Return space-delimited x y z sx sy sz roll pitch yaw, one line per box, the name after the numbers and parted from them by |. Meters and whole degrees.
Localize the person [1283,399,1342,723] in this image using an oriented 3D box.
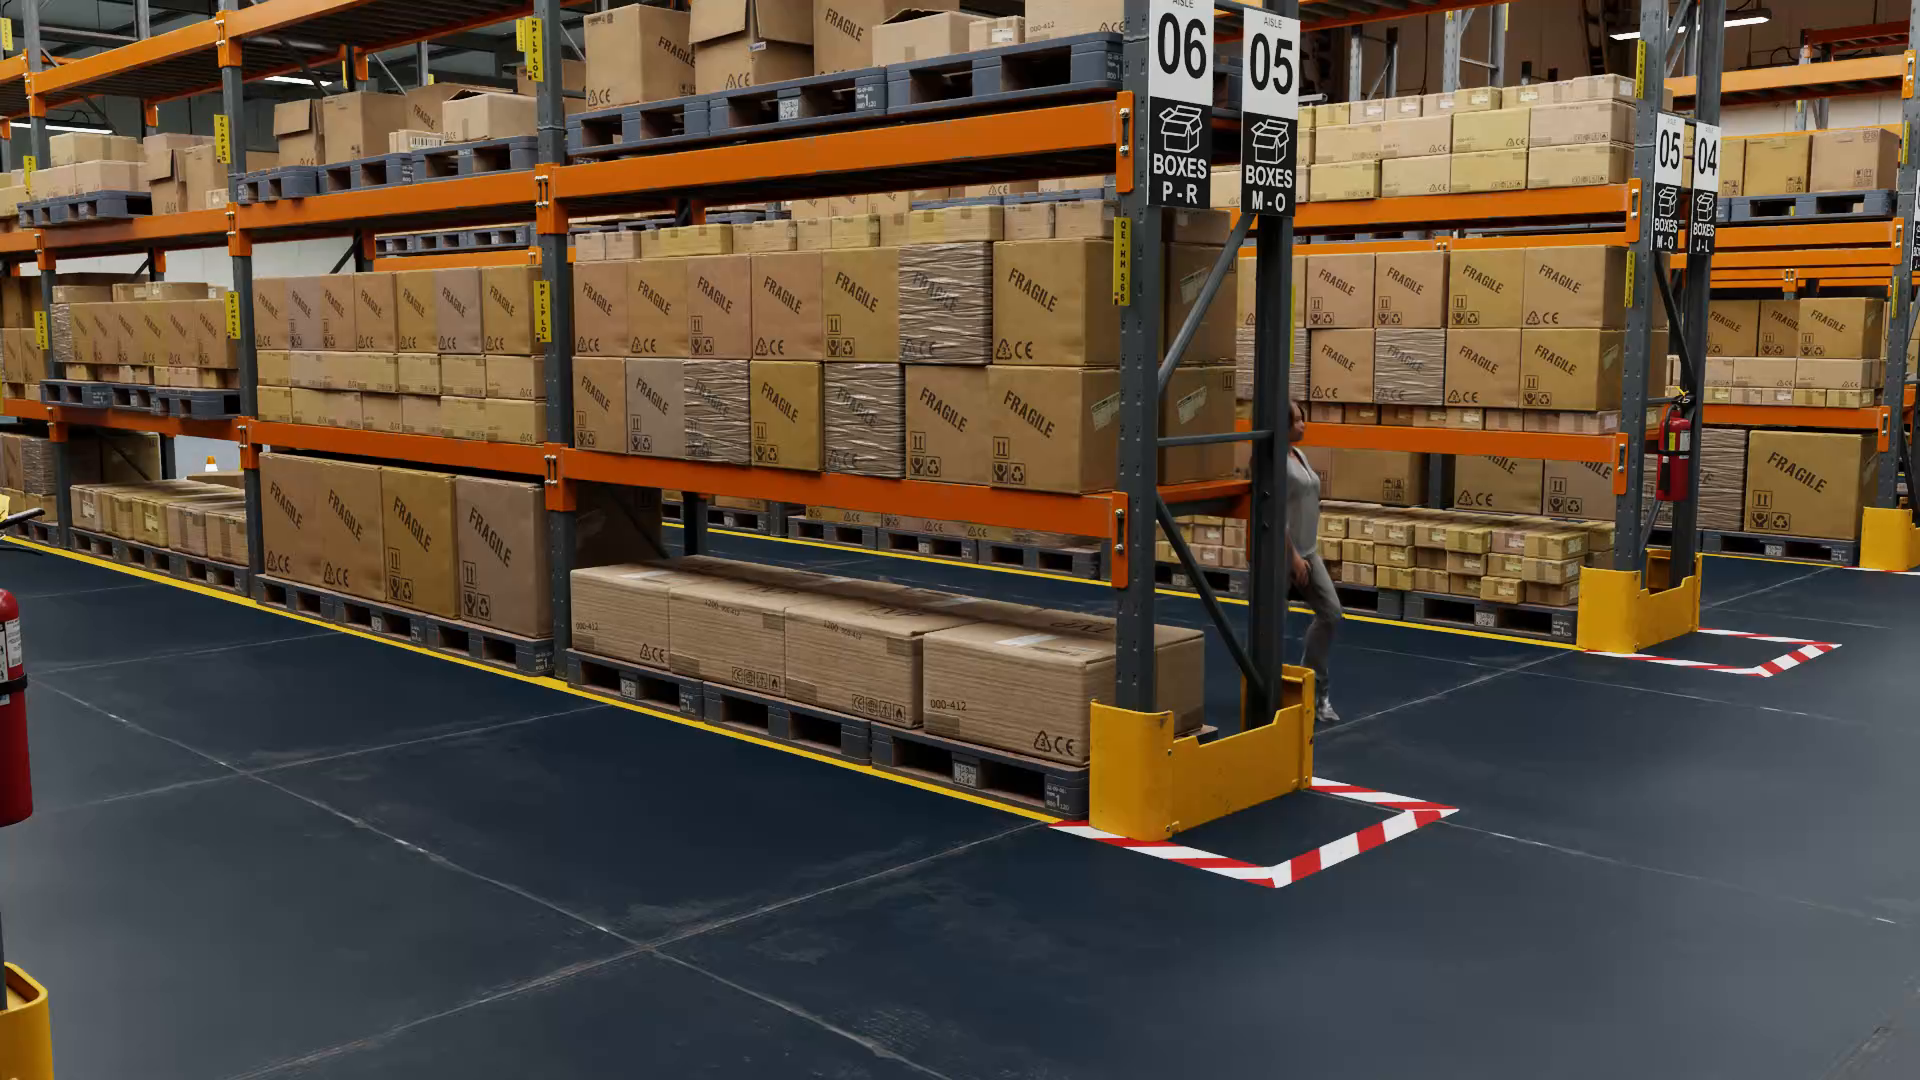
1.633 0.115 8.266 0.485 1.640 0.415 6 10 40 | person
